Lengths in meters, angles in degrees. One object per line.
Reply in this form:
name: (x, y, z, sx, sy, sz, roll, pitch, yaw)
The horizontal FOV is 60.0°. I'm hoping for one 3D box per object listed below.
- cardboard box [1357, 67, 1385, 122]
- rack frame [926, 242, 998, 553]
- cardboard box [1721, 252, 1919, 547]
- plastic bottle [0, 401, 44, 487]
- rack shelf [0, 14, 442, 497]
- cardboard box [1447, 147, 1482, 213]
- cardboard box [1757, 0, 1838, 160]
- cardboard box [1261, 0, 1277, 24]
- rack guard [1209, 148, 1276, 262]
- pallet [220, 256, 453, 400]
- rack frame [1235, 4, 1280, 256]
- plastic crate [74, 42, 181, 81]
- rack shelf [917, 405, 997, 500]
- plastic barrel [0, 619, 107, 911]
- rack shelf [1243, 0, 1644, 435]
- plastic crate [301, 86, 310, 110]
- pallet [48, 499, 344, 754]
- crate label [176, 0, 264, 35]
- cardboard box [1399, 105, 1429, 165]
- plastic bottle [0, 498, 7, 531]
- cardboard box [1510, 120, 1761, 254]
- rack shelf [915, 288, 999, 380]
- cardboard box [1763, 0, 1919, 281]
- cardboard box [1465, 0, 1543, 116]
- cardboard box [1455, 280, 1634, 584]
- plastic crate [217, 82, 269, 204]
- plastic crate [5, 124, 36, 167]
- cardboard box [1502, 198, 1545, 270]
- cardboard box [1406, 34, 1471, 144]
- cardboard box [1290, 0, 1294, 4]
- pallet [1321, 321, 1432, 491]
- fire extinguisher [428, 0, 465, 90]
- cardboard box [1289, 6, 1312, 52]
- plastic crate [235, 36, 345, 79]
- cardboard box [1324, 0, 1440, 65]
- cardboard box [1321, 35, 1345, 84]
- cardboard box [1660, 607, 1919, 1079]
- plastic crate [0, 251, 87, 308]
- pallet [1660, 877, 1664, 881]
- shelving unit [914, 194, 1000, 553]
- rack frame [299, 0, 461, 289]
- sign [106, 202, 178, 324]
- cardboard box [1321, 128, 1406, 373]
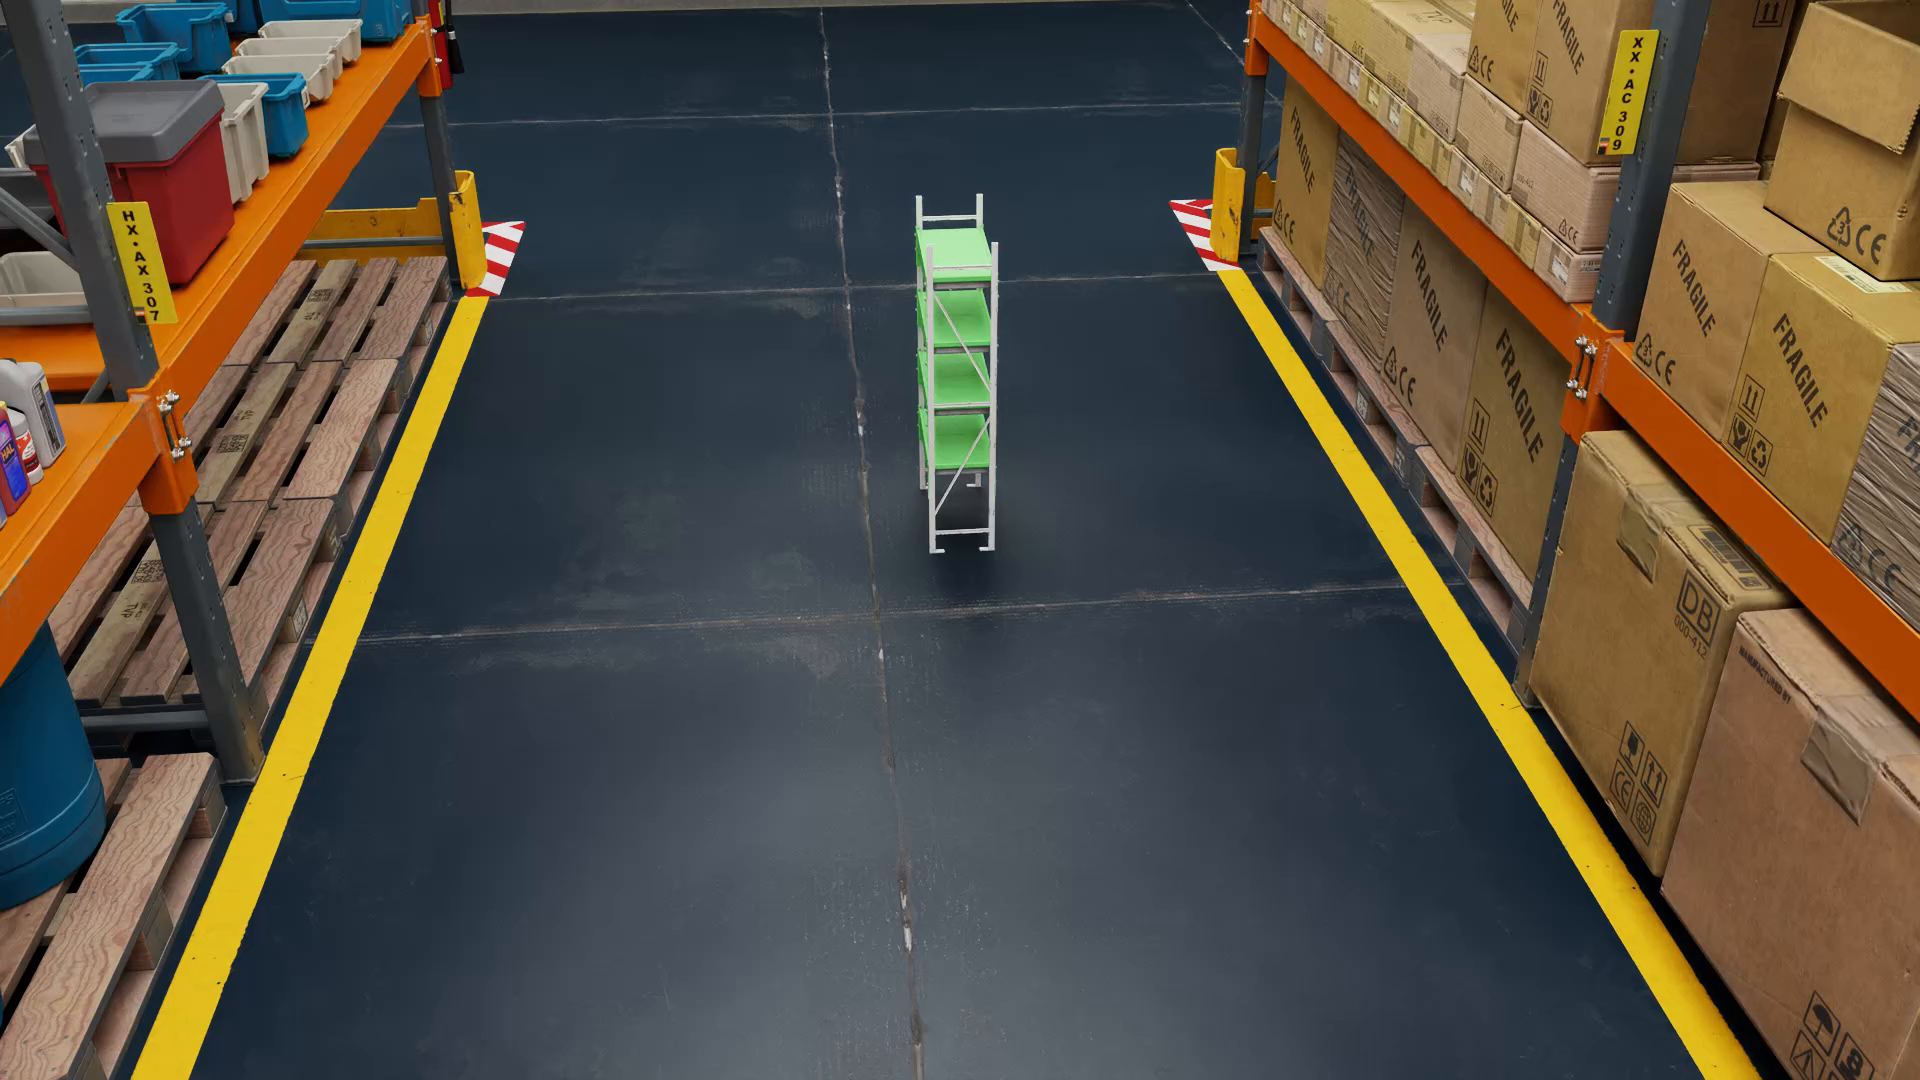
cardboard box: (1.781, -1.746, 6.494, 0.380, 0.149, 0.250, -4, 31, -6)
rack frame: (0.007, -0.475, 5.875, 0.240, 1.200, 0.015, -3, 31, -5)
cardboard box: (2.147, -0.334, 3.786, 0.500, 0.500, 0.500, -3, 31, -5)
plastic bottle: (-2.230, -0.228, 3.900, 0.097, 0.201, 0.097, 0, 31, 0)
rack shelf: (-2.813, -1.269, 6.151, 1.077, 0.370, 4.000, -3, 31, -5)
cardboard box: (1.878, -1.220, 5.613, 0.380, 0.149, 0.250, -2, 31, -4)
cardboard box: (2.515, -1.436, 4.854, 0.500, 0.500, 0.500, -3, 31, -5)
cardboard box: (1.636, -2.532, 7.808, 0.380, 0.149, 0.250, -2, 31, -4)
rack guard: (1.929, -1.776, 8.735, 1.175, 0.500, 0.348, -3, 31, -5)
pallet: (-2.962, -0.979, 7.683, 1.003, 0.211, 1.213, -3, 31, -5)
rack frame: (1.931, -2.837, 8.074, 1.000, 3.000, 0.127, -3, 31, -5)
plastic crate: (-3.182, -1.739, 6.341, 0.416, 0.233, 0.300, -3, 31, -5)
rack shelf: (-0.015, -0.339, 6.240, 0.258, 0.148, 0.480, -3, 31, -5)
plastic barrel: (-2.593, 0.442, 4.221, 0.600, 0.901, 0.708, -3, 31, -5)
rack shelf: (2.118, -1.507, 6.549, 1.077, 0.370, 4.000, -3, 31, -5)
plastic crate: (-2.635, -1.664, 6.310, 0.298, 0.136, 0.250, -3, 31, -5)
pallet: (-2.734, 0.267, 5.598, 1.003, 0.211, 1.213, -3, 31, -5)
crate label: (-3.305, -2.411, 7.466, 0.416, 0.233, 0.303, -3, 31, -5)
cardboard box: (1.830, -1.483, 6.052, 0.380, 0.149, 0.250, -3, 31, -5)
plastic bottle: (-2.234, -0.131, 3.666, 0.152, 0.276, 0.135, -3, 31, -5)
cardboard box: (2.002, -1.070, 4.973, 0.500, 0.250, 0.500, -3, 31, -6)
rack shelf: (-0.015, -0.751, 5.994, 0.258, 0.148, 0.480, -3, 31, -5)
cardboard box: (2.373, -0.942, 3.826, 0.797, 0.503, 0.637, -4, 31, -6)
cardboard box: (1.953, -1.657, 5.225, 0.500, 0.500, 0.500, -2, 31, -4)
cardboard box: (2.323, -0.403, 5.662, 0.875, 0.875, 0.875, -3, 31, -5)
plastic crate: (-2.586, -1.320, 5.592, 0.437, 0.282, 0.530, -3, 31, -5)
plastic crate: (-3.089, -1.344, 5.774, 0.293, 0.136, 0.466, -3, 31, -5)
cardboard box: (1.926, -0.958, 5.174, 0.380, 0.149, 0.250, -2, 31, -4)
cardboard box: (1.904, -1.595, 5.852, 0.500, 0.250, 0.500, -2, 31, -4)
cardboard box: (1.707, -2.642, 7.604, 0.500, 0.250, 0.500, -4, 31, -6)
pallet: (2.194, -0.613, 7.071, 1.003, 0.211, 1.213, -3, 31, -5)
fire extinguisher: (-2.562, -2.505, 7.957, 0.296, 0.674, 0.183, -3, 31, -5)
cardboard box: (1.685, -2.270, 7.370, 0.380, 0.149, 0.250, -3, 31, -6)
plastic crate: (-2.731, -1.955, 6.797, 0.396, 0.136, 0.243, -3, 31, -5)
cardboard box: (1.806, -2.120, 6.730, 0.500, 0.250, 0.500, -4, 31, -6)
cardboard box: (1.734, -2.007, 6.930, 0.380, 0.149, 0.250, -3, 31, -6)
cardboard box: (2.469, 0.720, 3.783, 1.225, 0.875, 0.875, -4, 31, -6)
plastic crate: (-2.528, -0.714, 4.719, 0.396, 0.136, 0.243, -3, 31, -5)
pallet: (2.452, 0.793, 4.716, 1.003, 0.211, 1.213, -3, 31, -5)
shelving unit: (-0.015, -0.600, 6.084, 0.258, 1.200, 0.503, -3, 31, -5)
rack frame: (-3.000, -2.599, 7.676, 1.000, 3.000, 0.127, -3, 31, -5)
sign: (-2.079, -0.701, 4.229, 0.100, 0.325, 0.005, -3, 31, -5)
cardboard box: (2.156, -1.317, 7.192, 0.875, 0.875, 0.875, -3, 31, -5)
